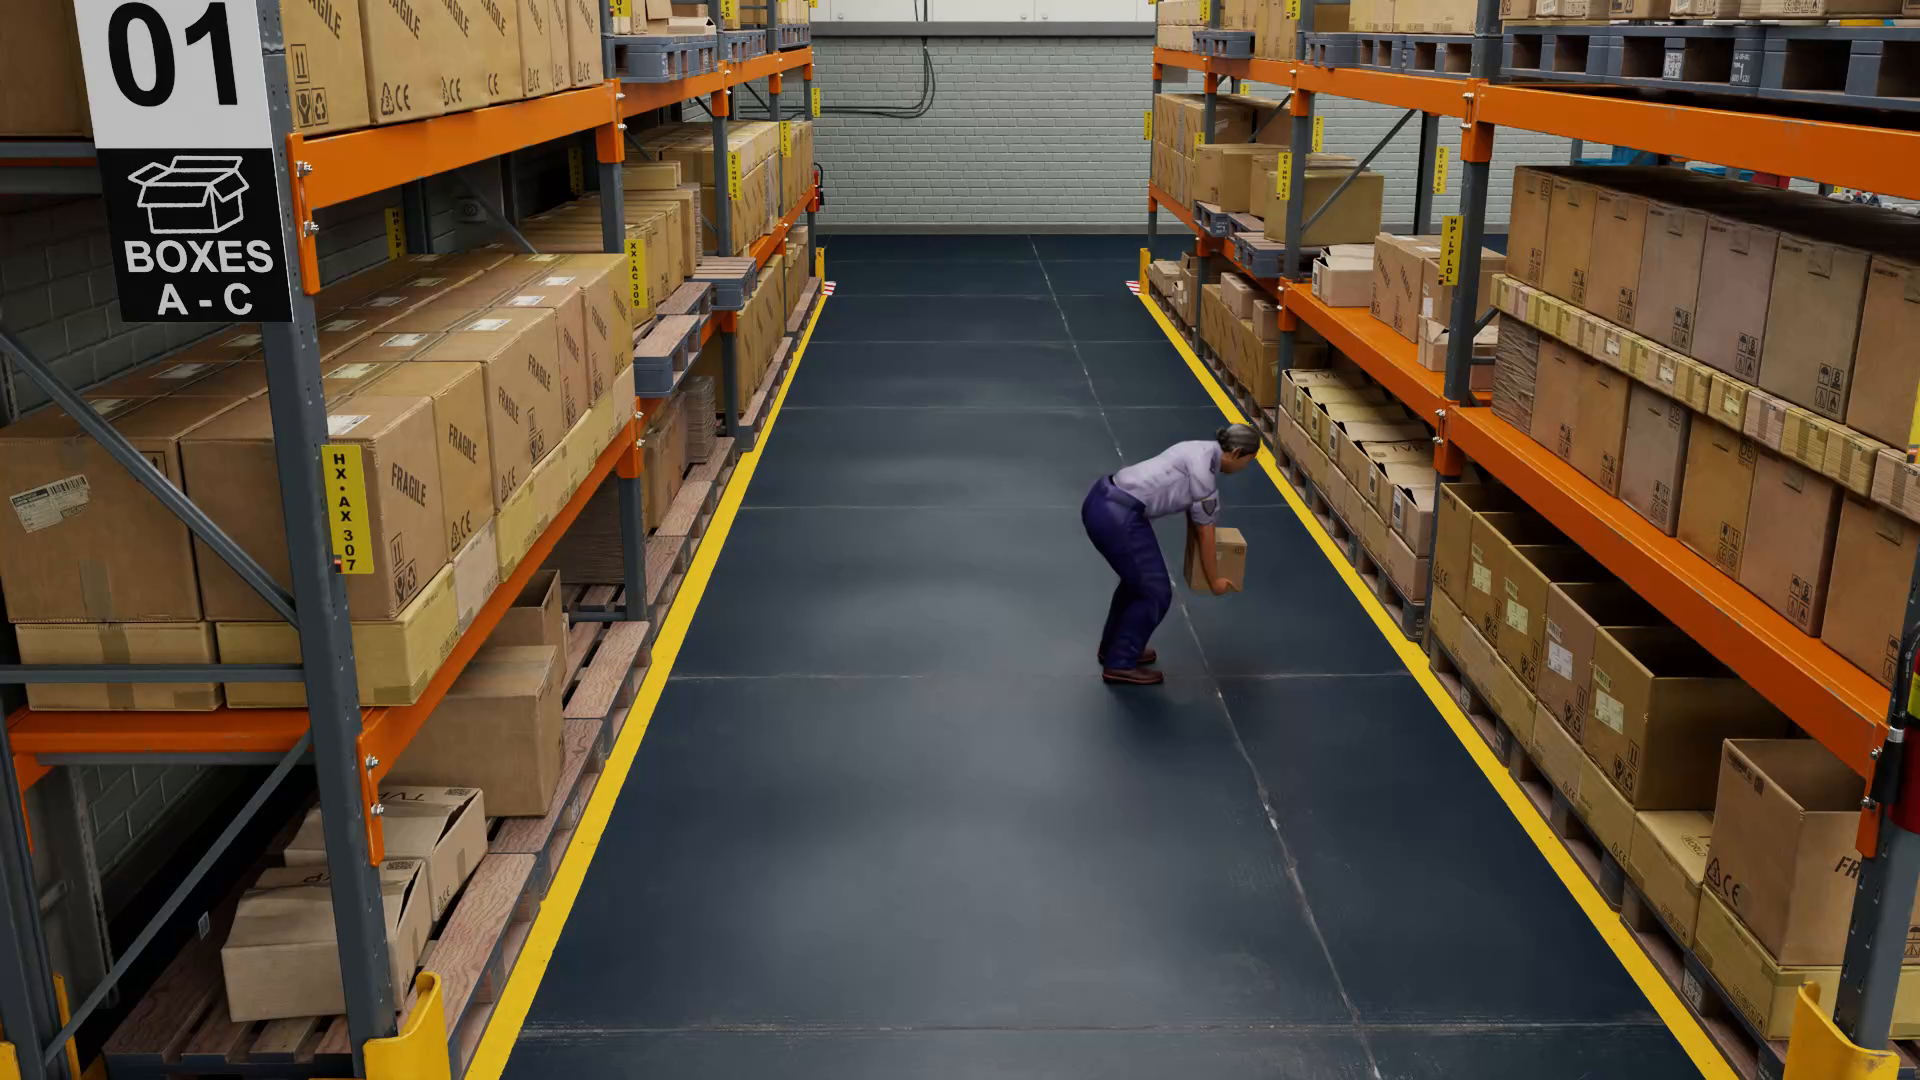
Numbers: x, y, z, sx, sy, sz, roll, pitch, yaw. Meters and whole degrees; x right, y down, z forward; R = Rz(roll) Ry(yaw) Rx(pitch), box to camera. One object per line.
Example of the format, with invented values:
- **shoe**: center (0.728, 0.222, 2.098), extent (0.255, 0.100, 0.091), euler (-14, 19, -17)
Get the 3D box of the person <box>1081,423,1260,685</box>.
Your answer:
- **person**: center (1.015, 0.052, 8.090), extent (0.844, 1.246, 0.475), euler (-1, 17, -3)
